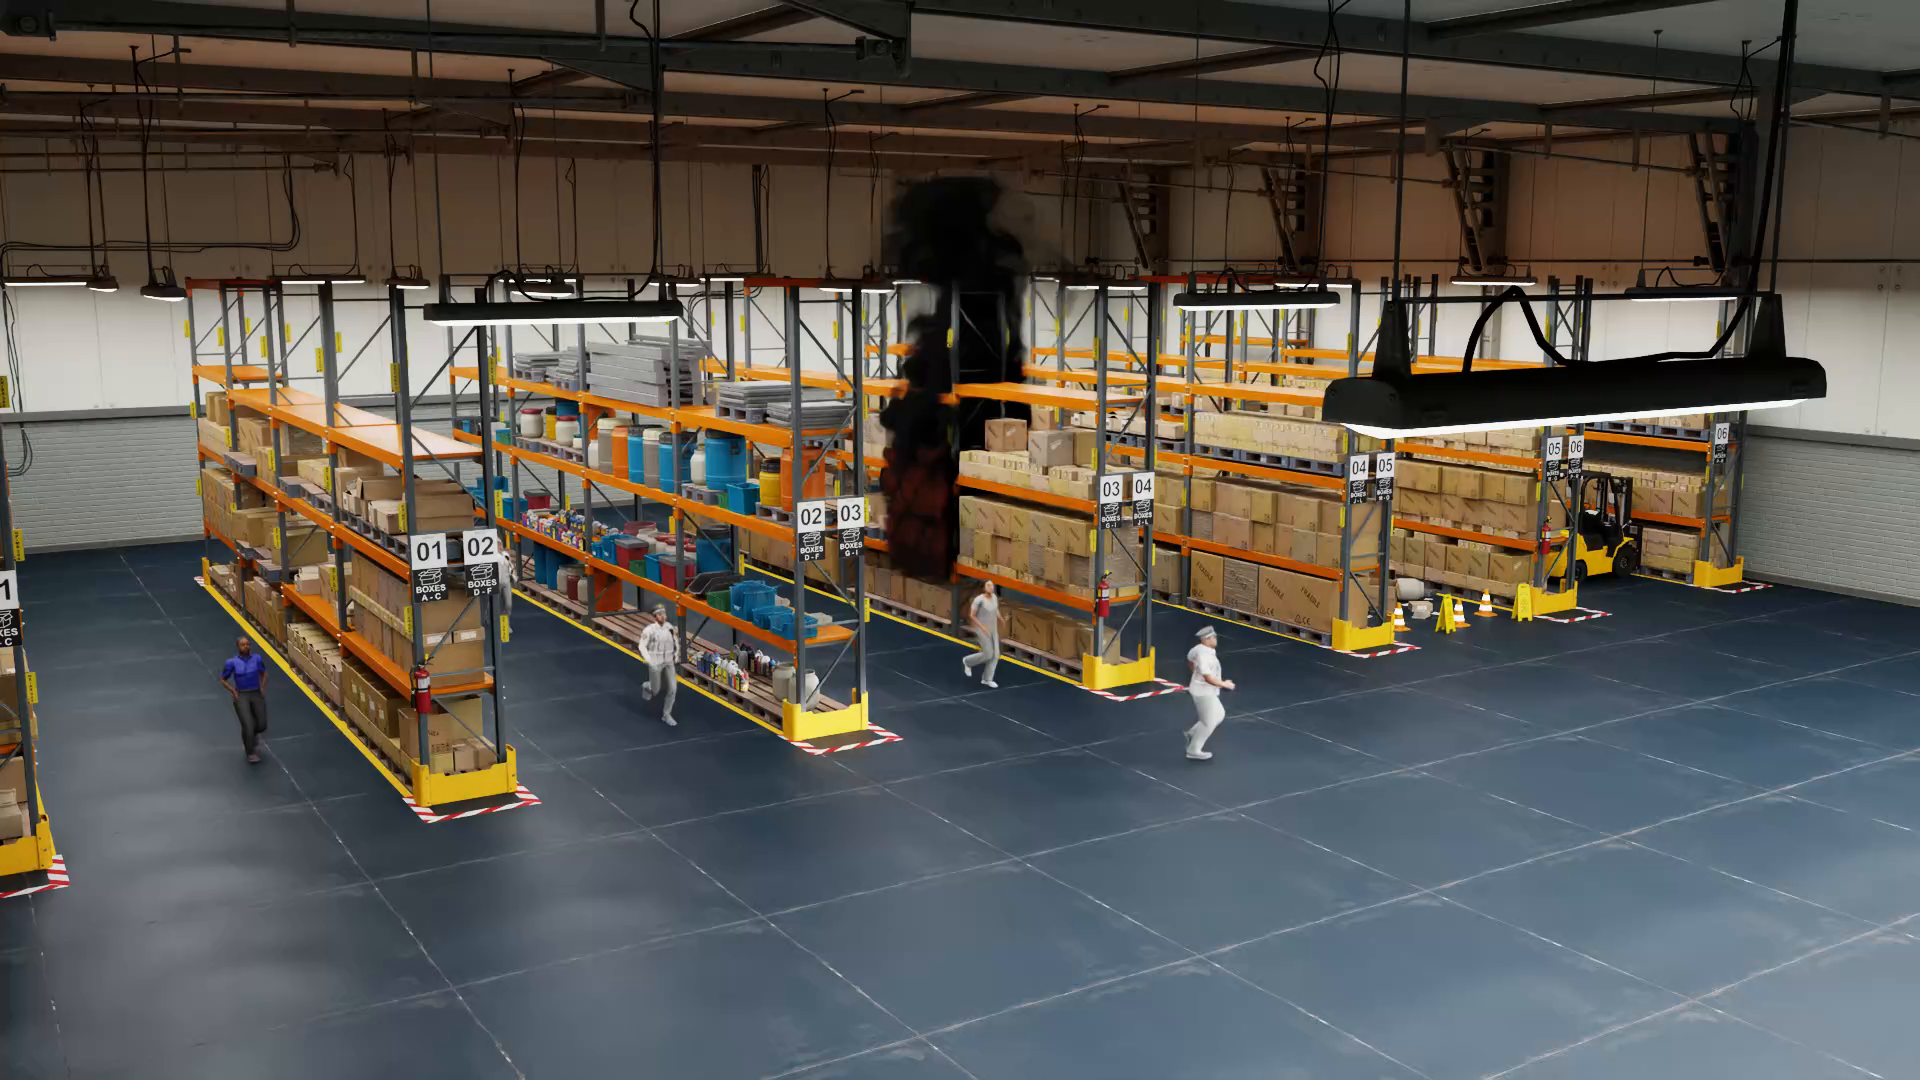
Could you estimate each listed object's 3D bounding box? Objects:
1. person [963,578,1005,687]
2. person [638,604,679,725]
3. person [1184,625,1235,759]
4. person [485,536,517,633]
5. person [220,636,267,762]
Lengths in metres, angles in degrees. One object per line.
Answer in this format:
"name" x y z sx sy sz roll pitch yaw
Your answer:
"person" 0.374 1.368 25.028 0.565 1.643 0.620 -9 13 -42
"person" -4.163 1.694 23.090 0.623 1.670 0.784 -6 11 -32
"person" 3.187 1.930 21.237 0.608 1.735 0.706 0 10 0
"person" -7.917 0.742 28.601 0.624 1.658 0.746 -8 12 -39
"person" -9.111 2.010 21.228 0.574 1.602 0.587 -7 12 -38
